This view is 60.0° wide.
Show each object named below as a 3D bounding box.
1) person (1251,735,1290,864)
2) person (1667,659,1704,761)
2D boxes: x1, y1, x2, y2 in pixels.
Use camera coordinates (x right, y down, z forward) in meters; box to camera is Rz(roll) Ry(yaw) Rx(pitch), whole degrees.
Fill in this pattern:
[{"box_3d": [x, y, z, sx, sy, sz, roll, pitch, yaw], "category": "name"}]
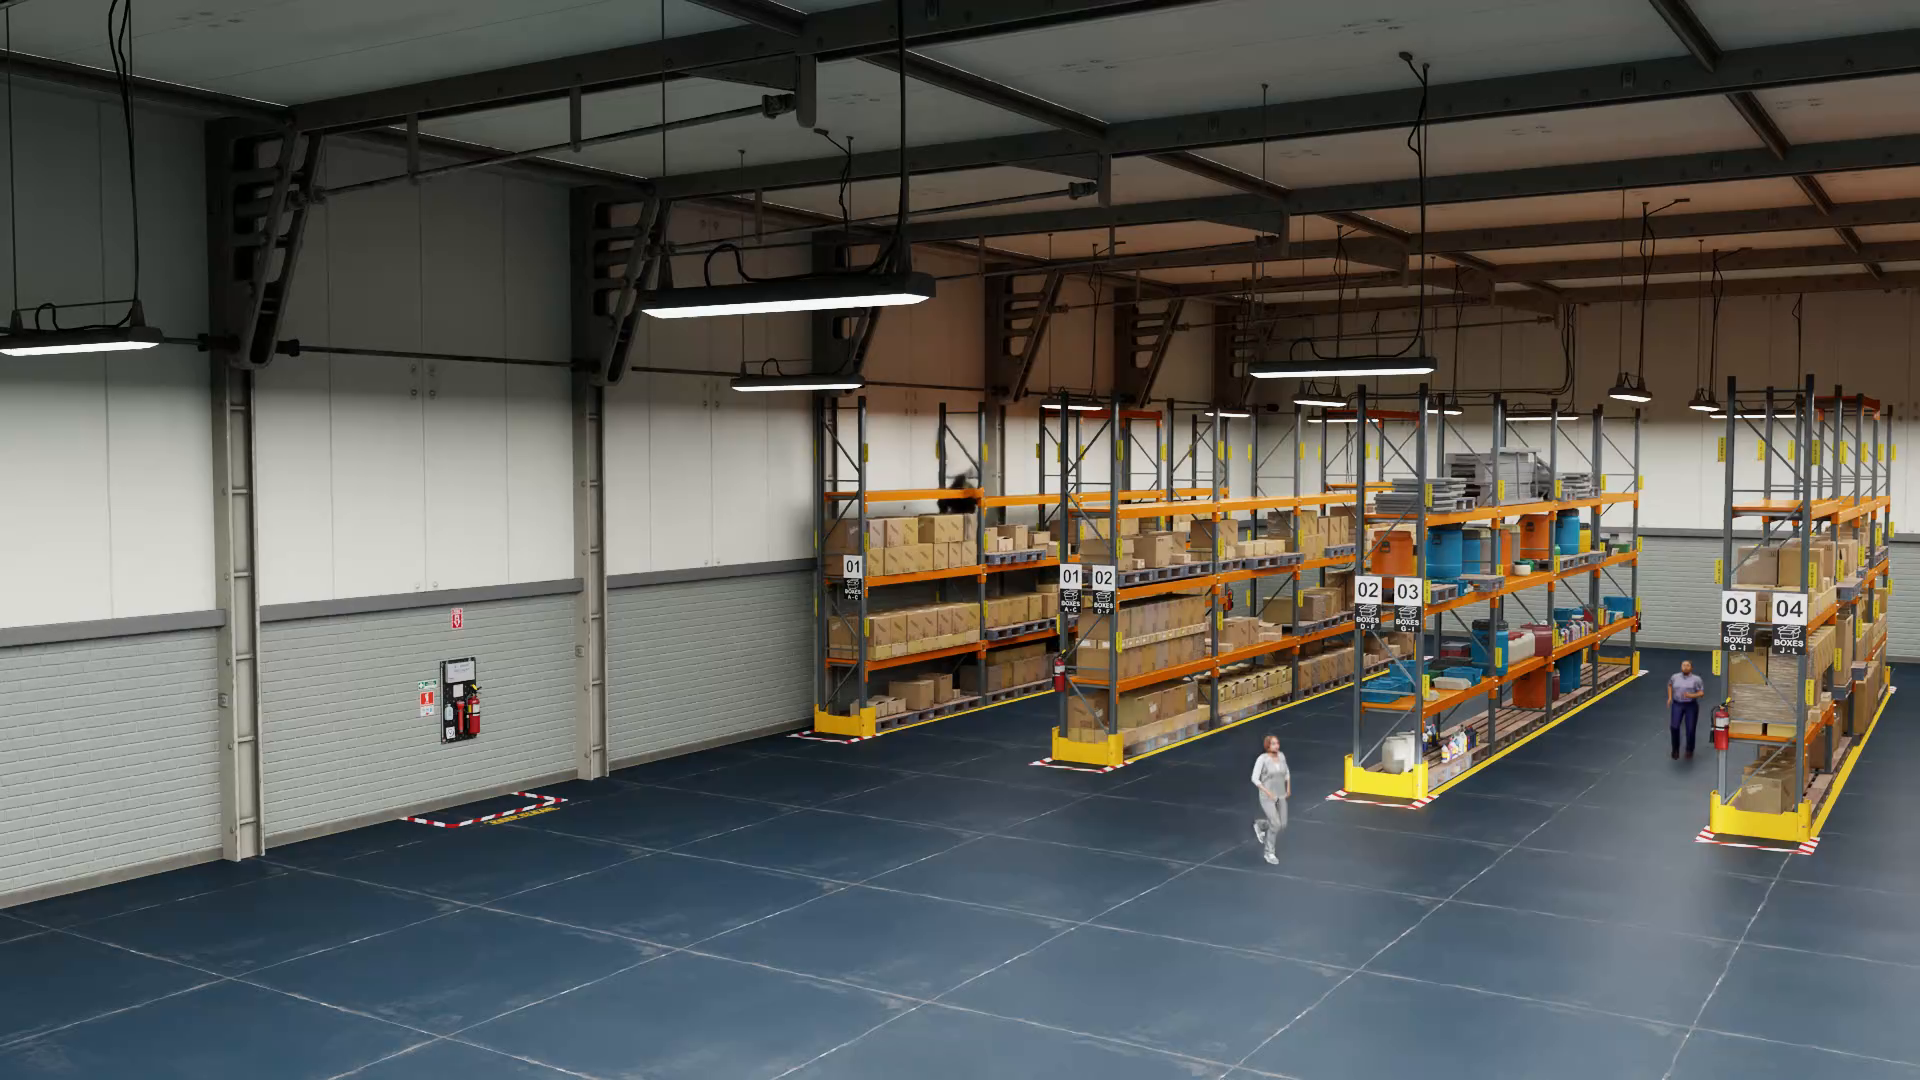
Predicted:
[{"box_3d": [3.808, 3.162, 20.422, 0.562, 1.578, 0.604, -1, 3, -22], "category": "person"}, {"box_3d": [11.787, 2.766, 27.056, 0.581, 1.655, 0.680, 2, 3, 30], "category": "person"}]
